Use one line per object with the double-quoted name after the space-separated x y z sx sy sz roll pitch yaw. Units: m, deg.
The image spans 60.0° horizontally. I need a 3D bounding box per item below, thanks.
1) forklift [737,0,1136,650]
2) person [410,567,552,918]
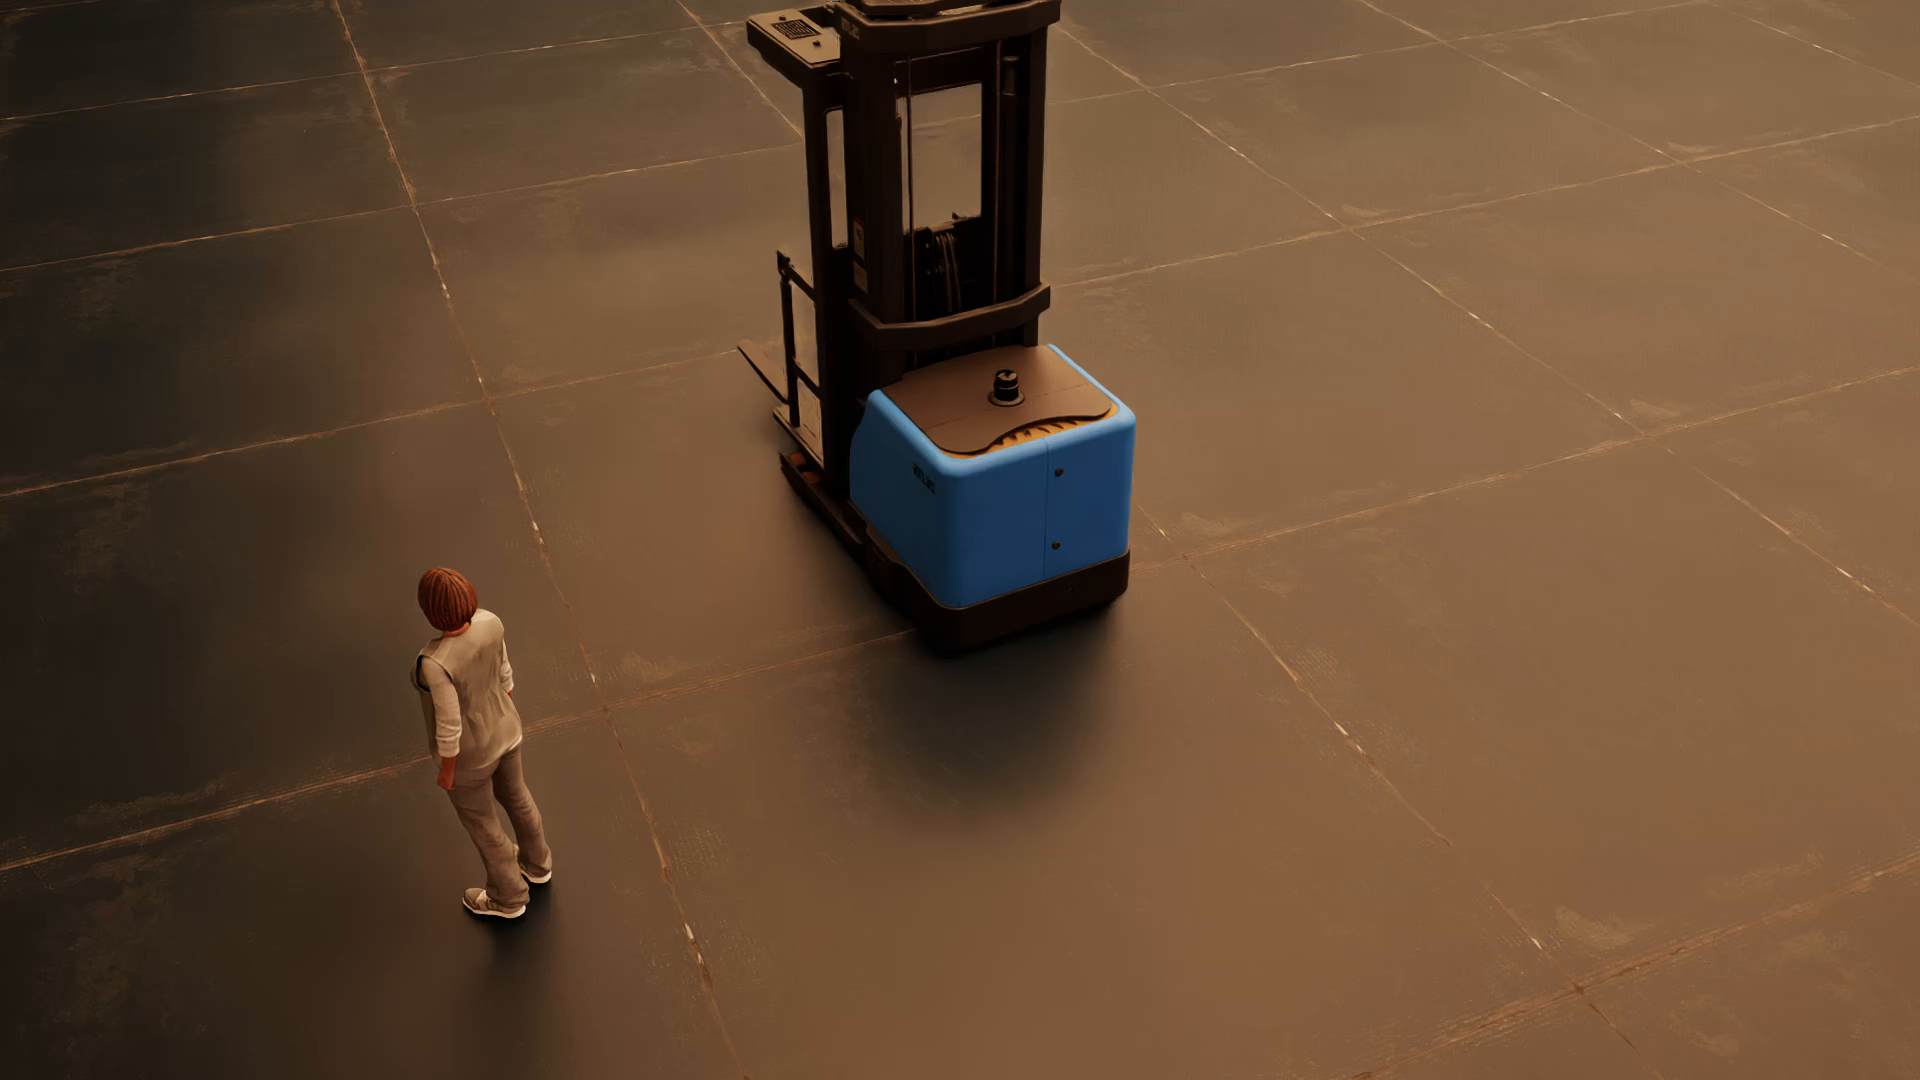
-0.319 -1.516 8.231 1.130 2.935 3.031 -17 39 -23 "forklift"
-1.795 0.758 6.182 0.314 1.604 0.411 16 39 21 "person"
